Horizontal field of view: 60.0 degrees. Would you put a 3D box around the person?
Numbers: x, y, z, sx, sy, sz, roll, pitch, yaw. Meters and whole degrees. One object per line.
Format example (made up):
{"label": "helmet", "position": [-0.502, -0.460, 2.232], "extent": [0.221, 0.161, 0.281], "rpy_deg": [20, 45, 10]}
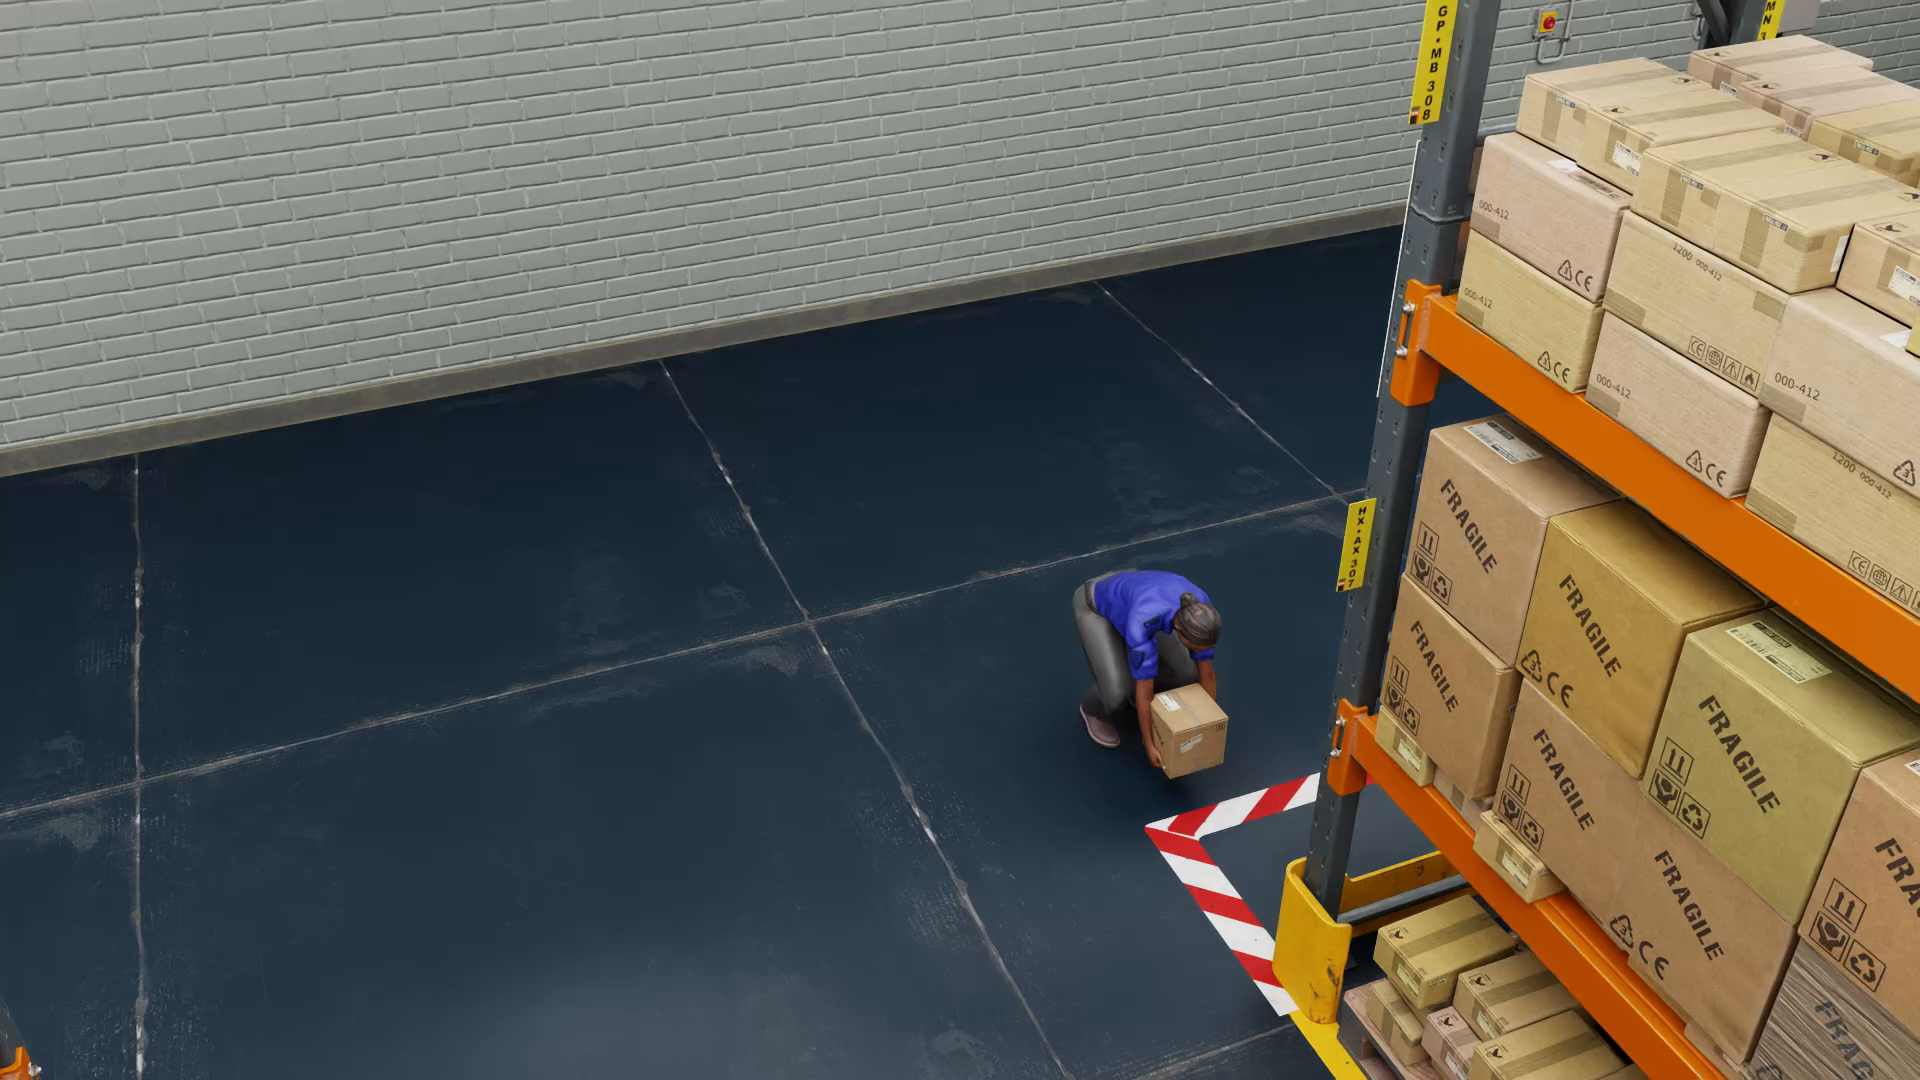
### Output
{"label": "person", "position": [0.798, 0.500, 7.049], "extent": [0.468, 0.941, 0.855], "rpy_deg": [-14, 36, -20]}
